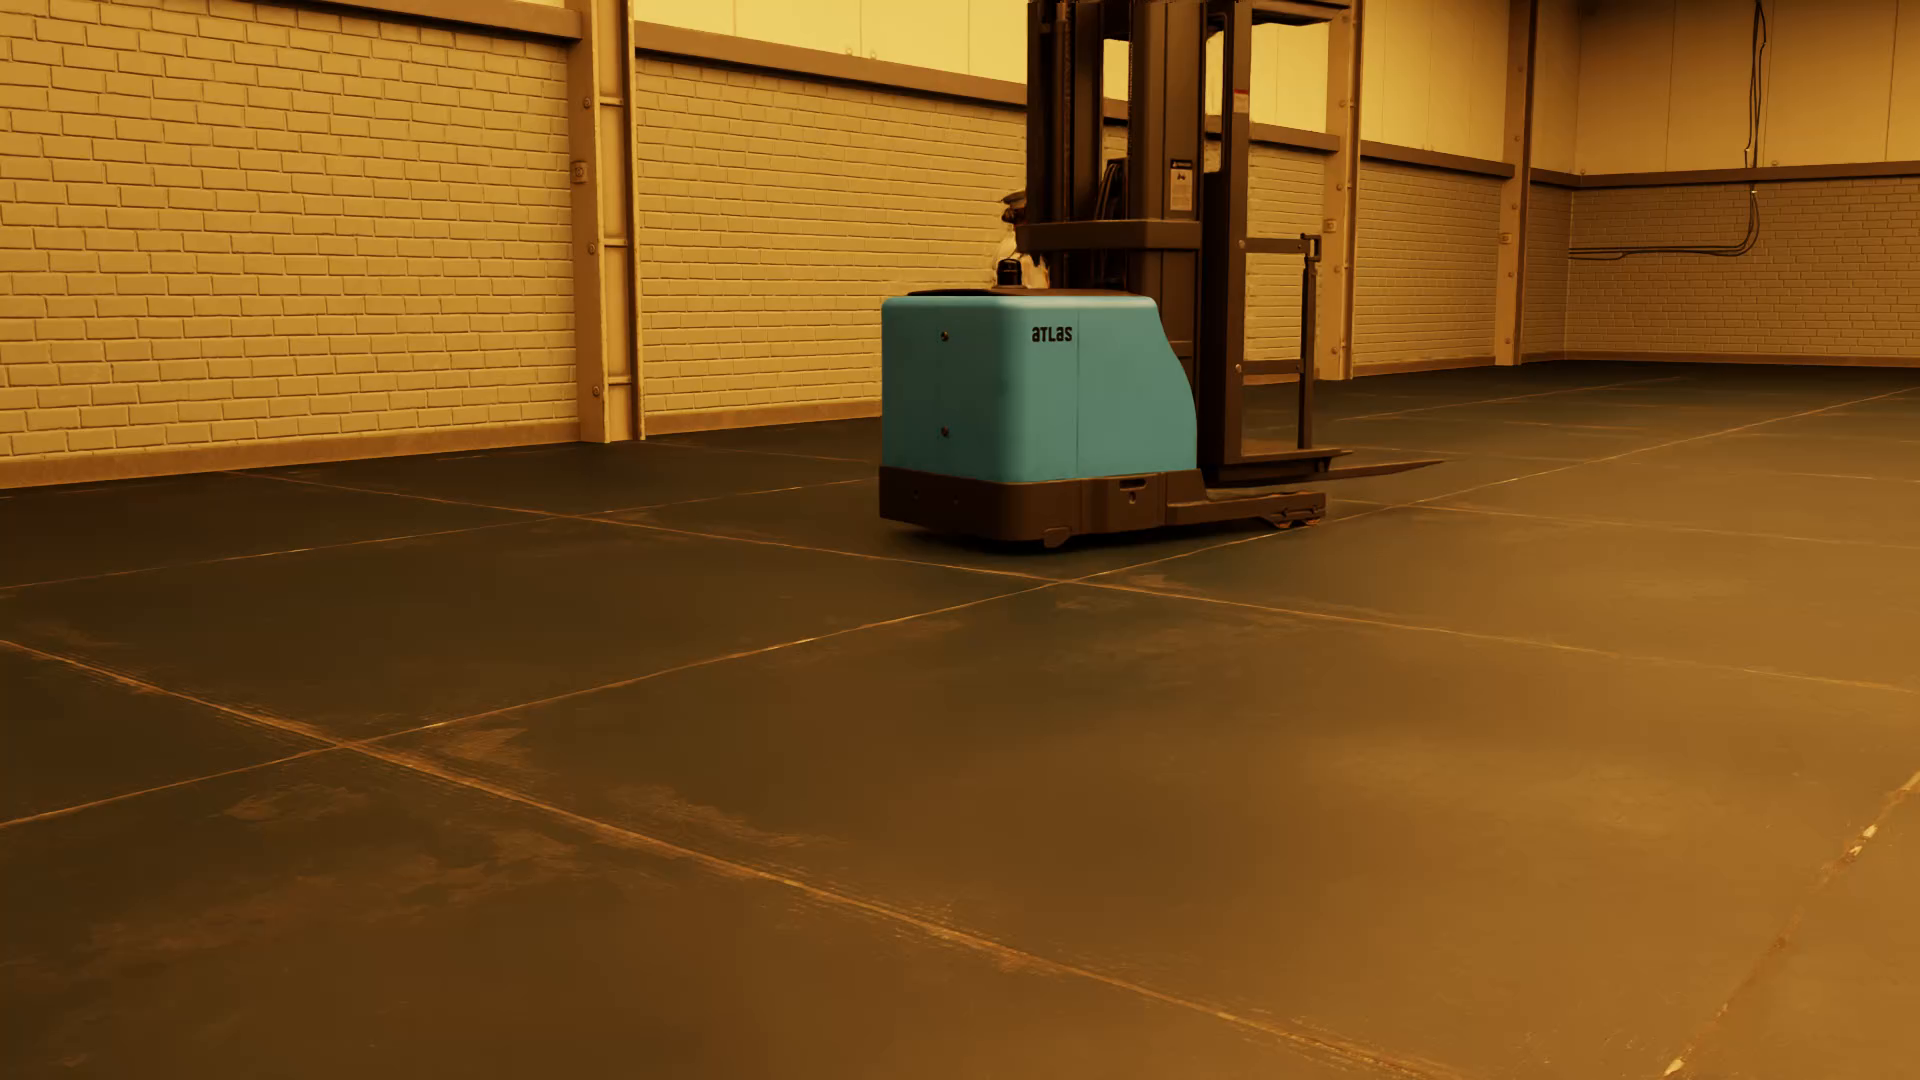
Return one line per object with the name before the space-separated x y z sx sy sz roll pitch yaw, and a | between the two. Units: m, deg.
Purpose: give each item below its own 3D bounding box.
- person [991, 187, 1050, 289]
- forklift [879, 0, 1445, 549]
person | 0.502 -0.932 8.080 0.678 1.546 0.703 -1 8 -6
forklift | 1.122 -1.557 7.924 3.031 2.935 1.130 -6 10 -35
